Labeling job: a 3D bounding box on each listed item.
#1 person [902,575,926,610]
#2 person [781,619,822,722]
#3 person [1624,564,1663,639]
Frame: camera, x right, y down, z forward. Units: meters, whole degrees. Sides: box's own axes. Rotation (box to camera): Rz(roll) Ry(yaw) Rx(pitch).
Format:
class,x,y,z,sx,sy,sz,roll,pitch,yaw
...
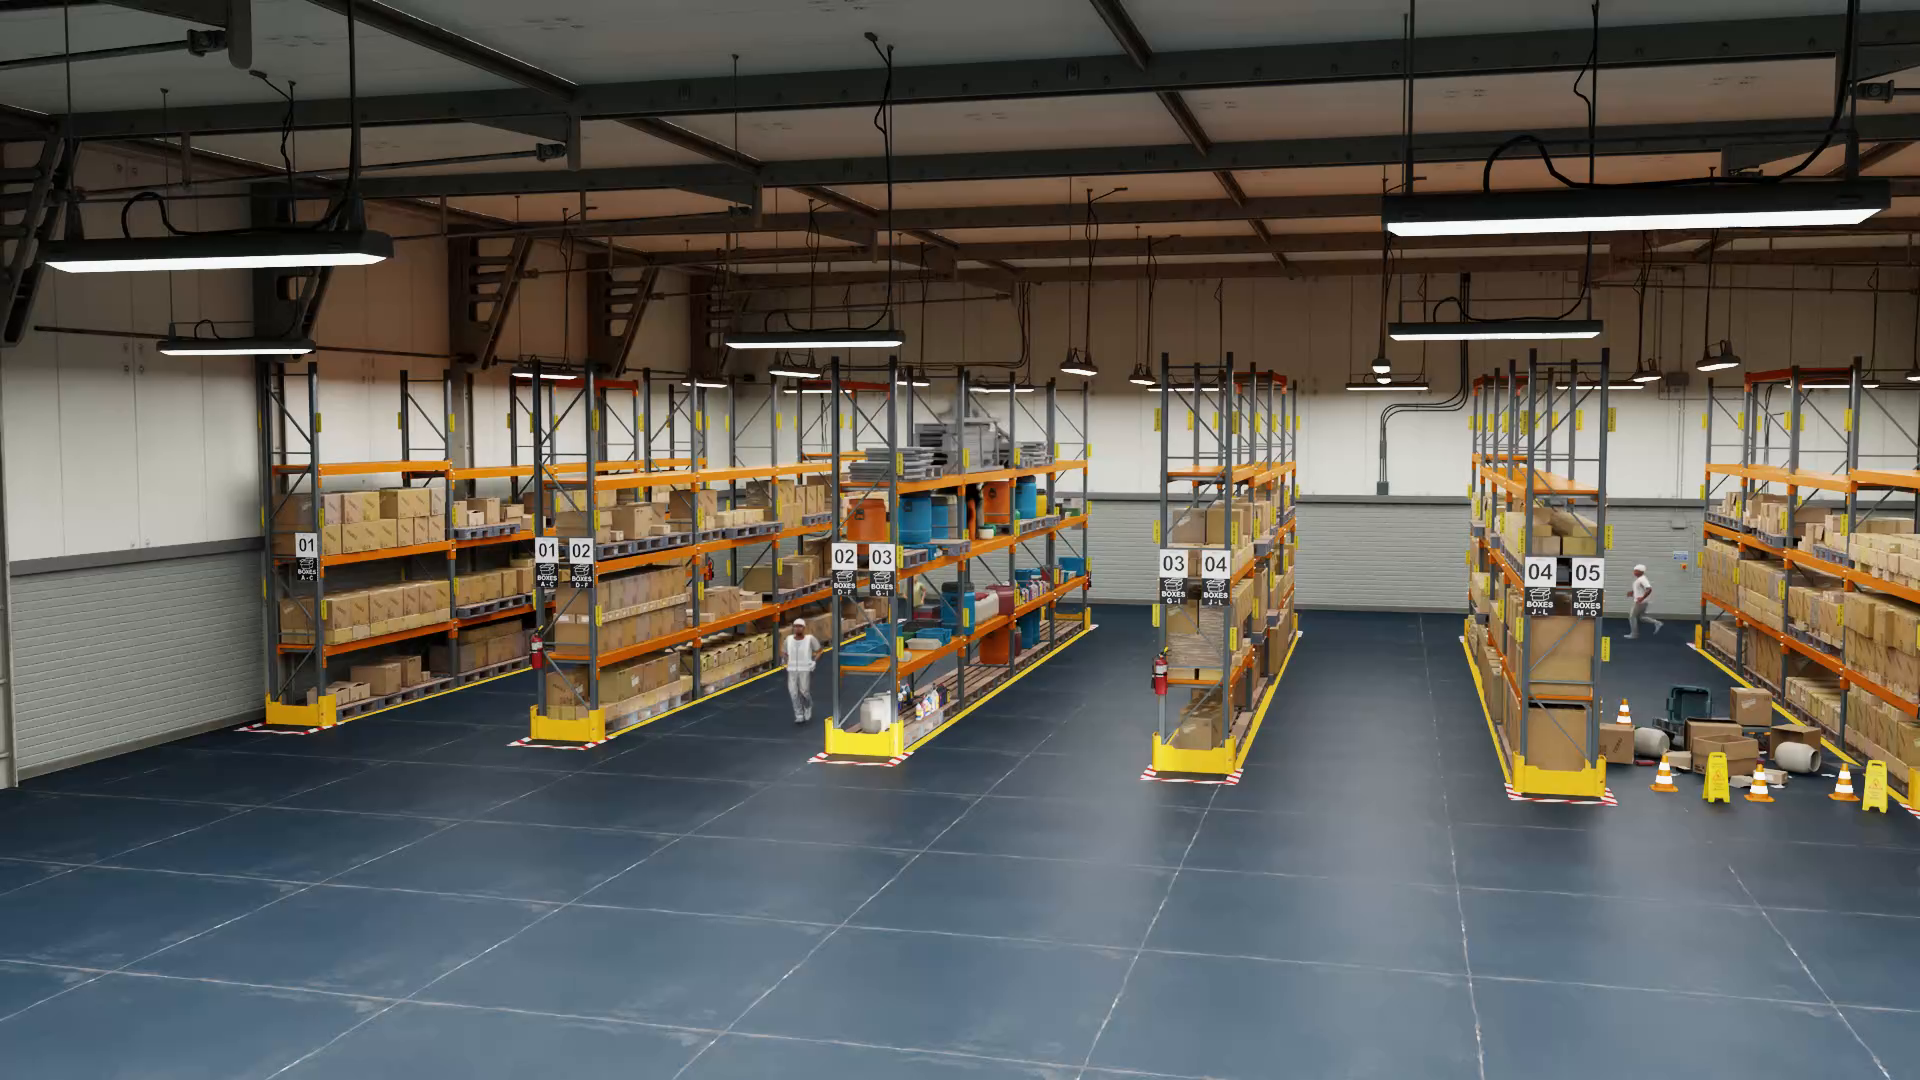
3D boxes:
class,x,y,z,sx,sy,sz,roll,pitch,yaw
person,-1.043,1.554,37.415,0.523,1.713,0.766,0,4,6
person,-2.674,2.180,27.614,0.669,1.736,0.589,1,4,10
person,15.831,1.429,38.472,0.848,1.732,0.689,1,4,19
